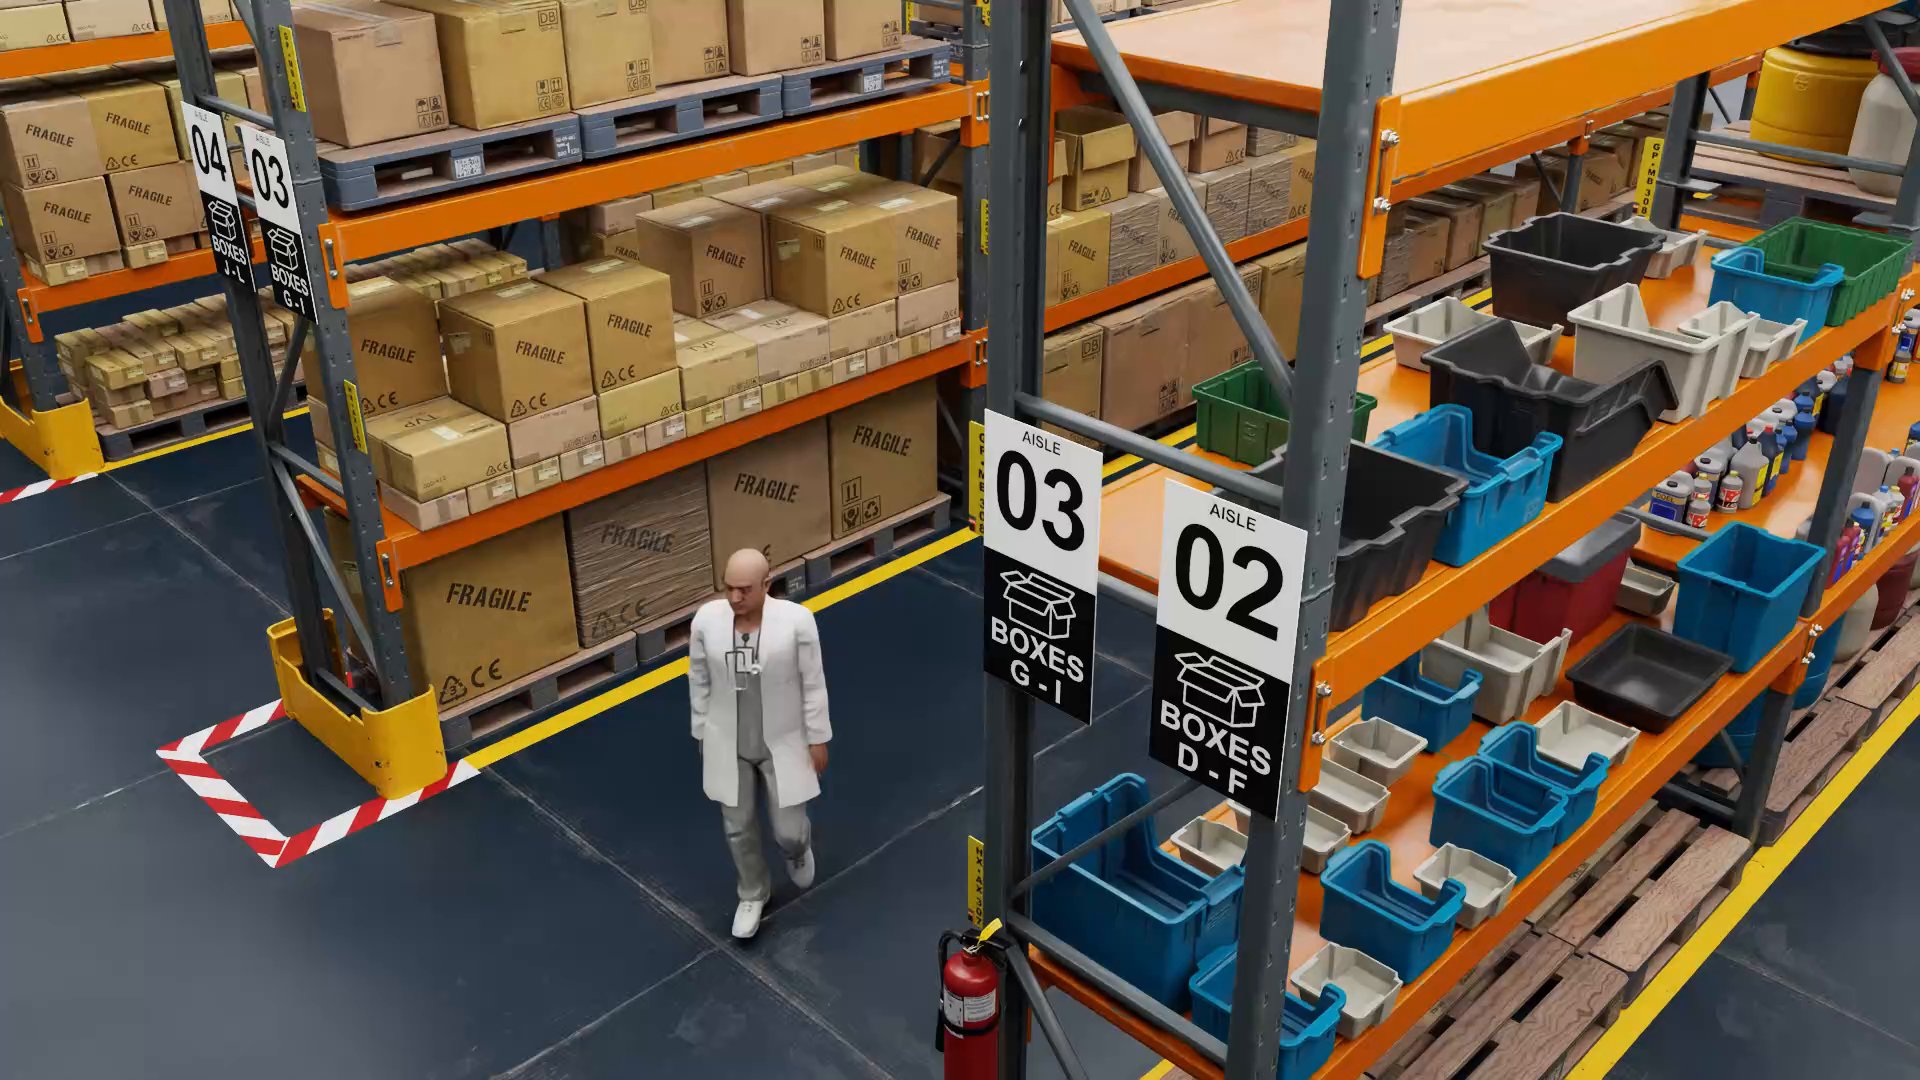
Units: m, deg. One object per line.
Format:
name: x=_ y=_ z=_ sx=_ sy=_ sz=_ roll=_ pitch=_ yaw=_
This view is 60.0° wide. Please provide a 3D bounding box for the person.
person: x=-0.833 y=0.827 z=6.977 sx=0.604 sy=1.770 sz=0.560 roll=3 pitch=28 yaw=5
